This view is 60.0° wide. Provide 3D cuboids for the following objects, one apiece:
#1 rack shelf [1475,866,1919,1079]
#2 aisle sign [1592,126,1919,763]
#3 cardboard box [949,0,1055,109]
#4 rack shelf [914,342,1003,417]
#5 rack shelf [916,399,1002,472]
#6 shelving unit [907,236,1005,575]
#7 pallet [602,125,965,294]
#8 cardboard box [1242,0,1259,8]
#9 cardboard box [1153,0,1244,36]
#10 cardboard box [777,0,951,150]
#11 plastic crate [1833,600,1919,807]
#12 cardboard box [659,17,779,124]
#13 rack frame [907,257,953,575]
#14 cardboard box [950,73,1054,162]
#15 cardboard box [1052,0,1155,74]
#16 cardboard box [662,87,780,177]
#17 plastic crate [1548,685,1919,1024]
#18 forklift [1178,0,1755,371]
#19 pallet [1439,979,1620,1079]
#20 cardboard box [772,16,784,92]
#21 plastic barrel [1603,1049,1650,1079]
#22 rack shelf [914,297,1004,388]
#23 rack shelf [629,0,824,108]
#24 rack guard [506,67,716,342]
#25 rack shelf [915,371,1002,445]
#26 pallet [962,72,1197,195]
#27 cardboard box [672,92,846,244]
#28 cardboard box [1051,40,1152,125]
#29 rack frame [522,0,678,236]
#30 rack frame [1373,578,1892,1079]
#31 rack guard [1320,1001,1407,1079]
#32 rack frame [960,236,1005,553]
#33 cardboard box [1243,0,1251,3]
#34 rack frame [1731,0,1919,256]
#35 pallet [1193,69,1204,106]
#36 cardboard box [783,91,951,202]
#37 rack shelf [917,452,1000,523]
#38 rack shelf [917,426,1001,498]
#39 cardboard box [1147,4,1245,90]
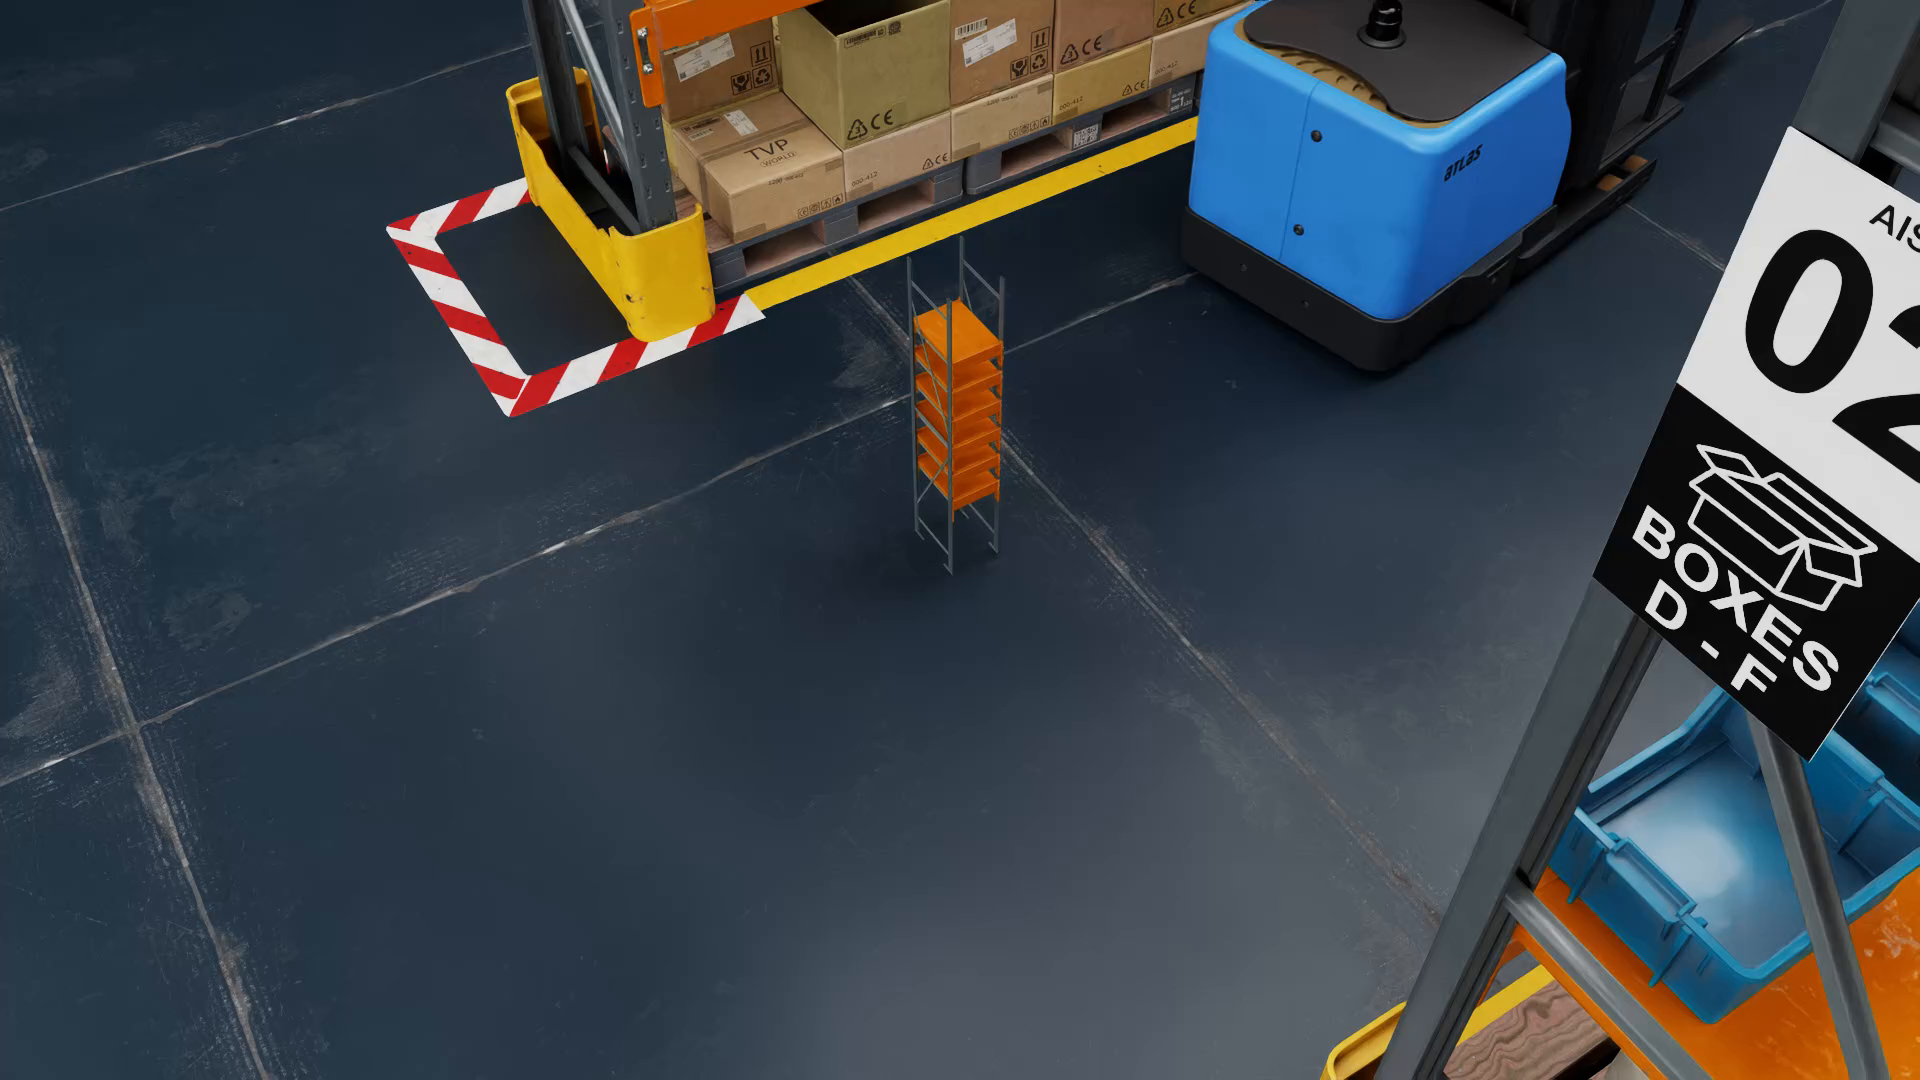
[{"bbox_3d":[2.960,0.382,3.883,4.000,0.370,1.077,-25,53,-21],"label":"rack shelf"},{"bbox_3d":[1.049,-0.084,2.076,0.004,0.787,0.394,-25,53,-21],"label":"aisle sign"},{"bbox_3d":[0.038,-2.146,6.711,0.500,0.500,0.500,-25,53,-21],"label":"cardboard box"},{"bbox_3d":[-0.012,-0.523,5.151,0.180,0.103,0.258,-25,53,-21],"label":"rack shelf"},{"bbox_3d":[-0.012,-0.364,5.330,0.180,0.103,0.258,-25,53,-21],"label":"rack shelf"},{"bbox_3d":[-0.012,-0.393,5.297,0.189,1.200,0.258,-25,53,-21],"label":"shelving unit"},{"bbox_3d":[-0.747,-1.595,7.029,1.213,0.211,1.003,-25,53,-21],"label":"pallet"},{"bbox_3d":[1.307,-2.494,7.522,0.500,0.250,0.500,-25,53,-21],"label":"cardboard box"},{"bbox_3d":[0.886,-2.543,7.064,0.500,0.500,0.500,-25,53,-21],"label":"cardboard box"},{"bbox_3d":[-0.378,-1.939,6.526,0.500,0.500,0.500,-25,53,-21],"label":"cardboard box"},{"bbox_3d":[2.084,0.345,3.534,0.408,0.251,0.499,-25,53,-21],"label":"plastic crate"},{"bbox_3d":[-1.077,-2.067,6.640,0.500,0.500,0.500,-25,53,-21],"label":"cardboard box"},{"bbox_3d":[-0.090,-0.357,5.264,0.006,1.200,0.240,-25,53,-21],"label":"rack frame"},{"bbox_3d":[0.044,-1.890,6.984,0.500,0.250,0.500,-25,53,-21],"label":"cardboard box"},{"bbox_3d":[0.471,-2.335,6.878,0.500,0.500,0.500,-25,53,-21],"label":"cardboard box"},{"bbox_3d":[-1.076,-1.816,6.919,0.500,0.250,0.500,-25,53,-21],"label":"cardboard box"},{"bbox_3d":[1.532,0.600,3.306,0.616,0.251,0.499,-25,53,-21],"label":"plastic crate"},{"bbox_3d":[2.288,-2.588,6.092,3.031,2.935,1.130,-36,57,-27],"label":"forklift"},{"bbox_3d":[1.997,1.486,4.285,1.213,0.211,1.003,-25,53,-21],"label":"pallet"},{"bbox_3d":[-0.659,-2.023,7.103,0.500,0.250,0.500,-25,53,-21],"label":"cardboard box"},{"bbox_3d":[1.784,1.316,3.954,0.421,0.512,0.421,0,48,0],"label":"plastic barrel"},{"bbox_3d":[-0.012,-0.603,5.061,0.180,0.103,0.258,-25,53,-21],"label":"rack shelf"},{"bbox_3d":[0.320,-2.748,6.671,4.000,0.370,1.077,-25,53,-21],"label":"rack shelf"},{"bbox_3d":[-1.392,-1.350,6.617,0.348,0.500,1.175,-25,53,-21],"label":"rack guard"},{"bbox_3d":[-0.012,-0.444,5.240,0.180,0.103,0.258,-25,53,-21],"label":"rack shelf"},{"bbox_3d":[0.283,-2.078,7.459,1.213,0.211,1.003,-25,53,-21],"label":"pallet"},{"bbox_3d":[-0.800,-1.489,6.628,0.500,0.250,0.500,-25,53,-21],"label":"cardboard box"},{"bbox_3d":[0.470,-2.086,7.159,0.500,0.250,0.500,-25,53,-21],"label":"cardboard box"},{"bbox_3d":[-1.372,-2.191,5.692,0.127,3.000,1.000,-25,53,-21],"label":"rack frame"},{"bbox_3d":[1.268,0.939,2.905,0.127,3.000,1.000,-25,53,-21],"label":"rack frame"},{"bbox_3d":[1.307,1.711,3.892,0.348,0.500,1.175,-25,53,-21],"label":"rack guard"},{"bbox_3d":[0.065,-0.430,5.329,0.006,1.200,0.240,-25,53,-21],"label":"rack frame"},{"bbox_3d":[1.307,-2.745,7.243,0.500,0.500,0.500,-25,53,-21],"label":"cardboard box"},{"bbox_3d":[1.268,-1.056,0.665,0.127,3.000,1.000,-25,53,-21],"label":"rack frame"},{"bbox_3d":[1.316,-2.567,7.895,1.213,0.211,1.003,-25,53,-21],"label":"pallet"},{"bbox_3d":[-0.379,-1.691,6.807,0.500,0.250,0.500,-25,53,-21],"label":"cardboard box"},{"bbox_3d":[-0.012,-0.204,5.509,0.180,0.103,0.258,-25,53,-21],"label":"rack shelf"},{"bbox_3d":[-0.012,-0.284,5.420,0.180,0.103,0.258,-25,53,-21],"label":"rack shelf"},{"bbox_3d":[0.892,-2.286,7.337,0.500,0.250,0.500,-25,53,-21],"label":"cardboard box"}]
